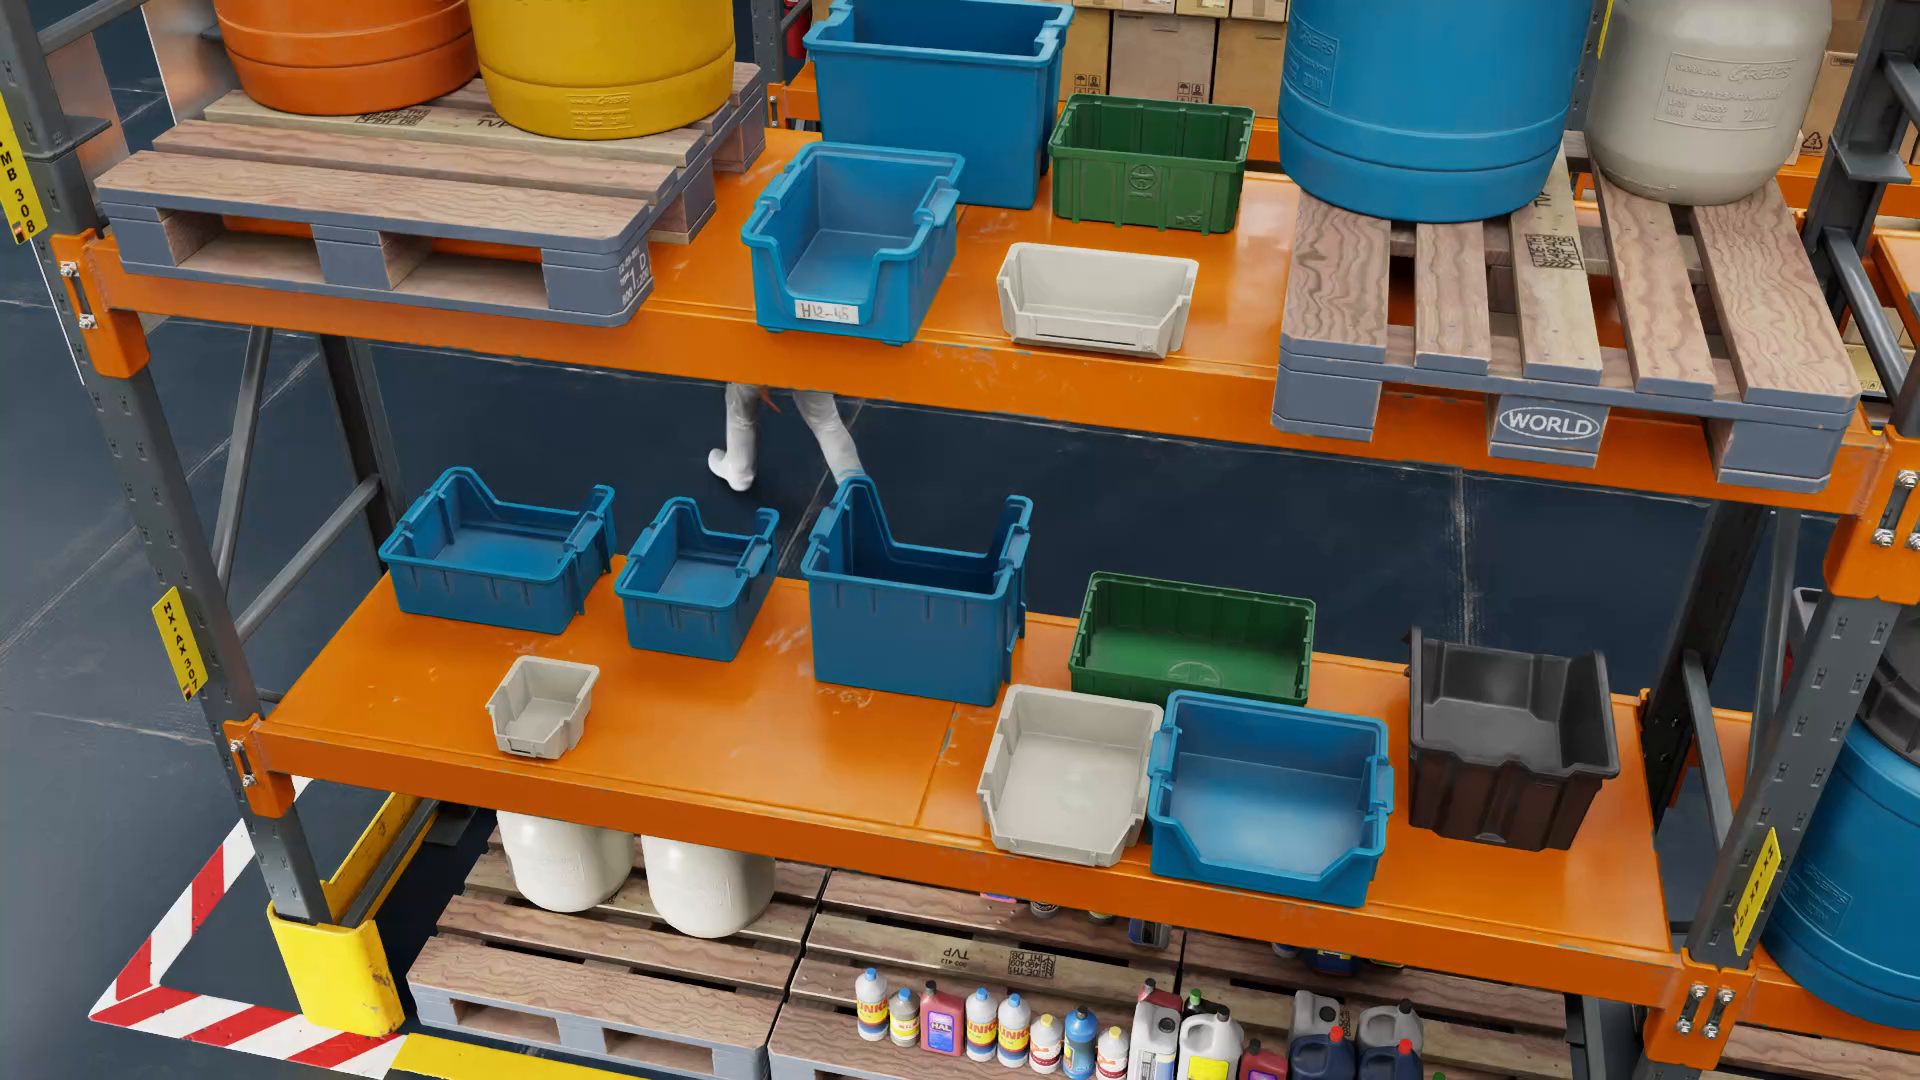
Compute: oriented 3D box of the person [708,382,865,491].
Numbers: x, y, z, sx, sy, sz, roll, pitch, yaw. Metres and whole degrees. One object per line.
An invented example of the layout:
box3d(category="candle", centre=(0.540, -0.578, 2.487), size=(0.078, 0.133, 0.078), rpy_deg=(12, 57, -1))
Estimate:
box3d(category="person", centre=(-0.788, -0.872, 7.308), size=(0.552, 1.725, 1.038), rpy_deg=(-25, 43, -30))
